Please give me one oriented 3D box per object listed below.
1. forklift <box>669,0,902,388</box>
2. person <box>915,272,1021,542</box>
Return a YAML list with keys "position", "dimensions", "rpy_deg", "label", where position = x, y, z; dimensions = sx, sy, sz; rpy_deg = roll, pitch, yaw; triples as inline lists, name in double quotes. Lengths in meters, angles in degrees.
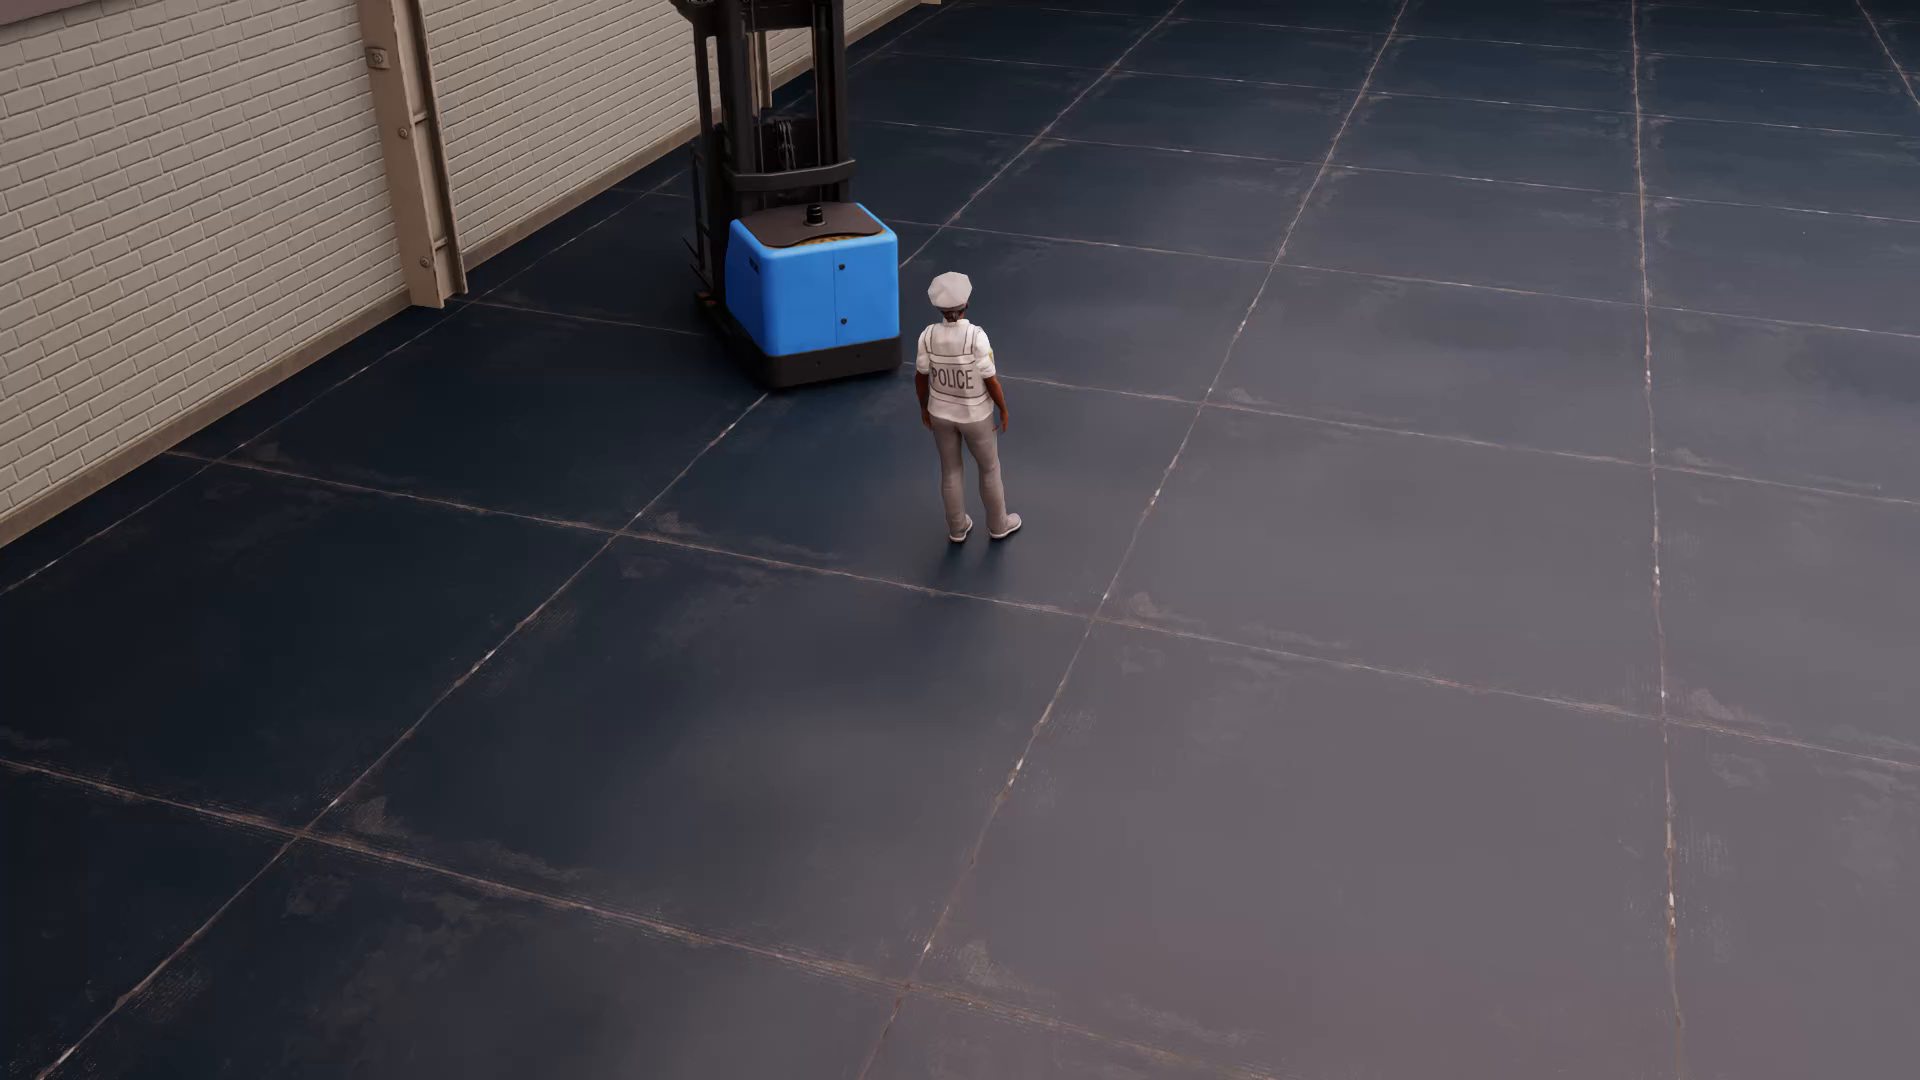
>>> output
- position: [-1.471, -3.071, 12.524]
  dimensions: [1.130, 2.935, 3.031]
  rpy_deg: [-12, 32, -20]
  label: "forklift"
- position: [0.043, -0.774, 9.729]
  dimensions: [0.570, 1.695, 0.530]
  rpy_deg: [10, 31, 16]
  label: "person"
